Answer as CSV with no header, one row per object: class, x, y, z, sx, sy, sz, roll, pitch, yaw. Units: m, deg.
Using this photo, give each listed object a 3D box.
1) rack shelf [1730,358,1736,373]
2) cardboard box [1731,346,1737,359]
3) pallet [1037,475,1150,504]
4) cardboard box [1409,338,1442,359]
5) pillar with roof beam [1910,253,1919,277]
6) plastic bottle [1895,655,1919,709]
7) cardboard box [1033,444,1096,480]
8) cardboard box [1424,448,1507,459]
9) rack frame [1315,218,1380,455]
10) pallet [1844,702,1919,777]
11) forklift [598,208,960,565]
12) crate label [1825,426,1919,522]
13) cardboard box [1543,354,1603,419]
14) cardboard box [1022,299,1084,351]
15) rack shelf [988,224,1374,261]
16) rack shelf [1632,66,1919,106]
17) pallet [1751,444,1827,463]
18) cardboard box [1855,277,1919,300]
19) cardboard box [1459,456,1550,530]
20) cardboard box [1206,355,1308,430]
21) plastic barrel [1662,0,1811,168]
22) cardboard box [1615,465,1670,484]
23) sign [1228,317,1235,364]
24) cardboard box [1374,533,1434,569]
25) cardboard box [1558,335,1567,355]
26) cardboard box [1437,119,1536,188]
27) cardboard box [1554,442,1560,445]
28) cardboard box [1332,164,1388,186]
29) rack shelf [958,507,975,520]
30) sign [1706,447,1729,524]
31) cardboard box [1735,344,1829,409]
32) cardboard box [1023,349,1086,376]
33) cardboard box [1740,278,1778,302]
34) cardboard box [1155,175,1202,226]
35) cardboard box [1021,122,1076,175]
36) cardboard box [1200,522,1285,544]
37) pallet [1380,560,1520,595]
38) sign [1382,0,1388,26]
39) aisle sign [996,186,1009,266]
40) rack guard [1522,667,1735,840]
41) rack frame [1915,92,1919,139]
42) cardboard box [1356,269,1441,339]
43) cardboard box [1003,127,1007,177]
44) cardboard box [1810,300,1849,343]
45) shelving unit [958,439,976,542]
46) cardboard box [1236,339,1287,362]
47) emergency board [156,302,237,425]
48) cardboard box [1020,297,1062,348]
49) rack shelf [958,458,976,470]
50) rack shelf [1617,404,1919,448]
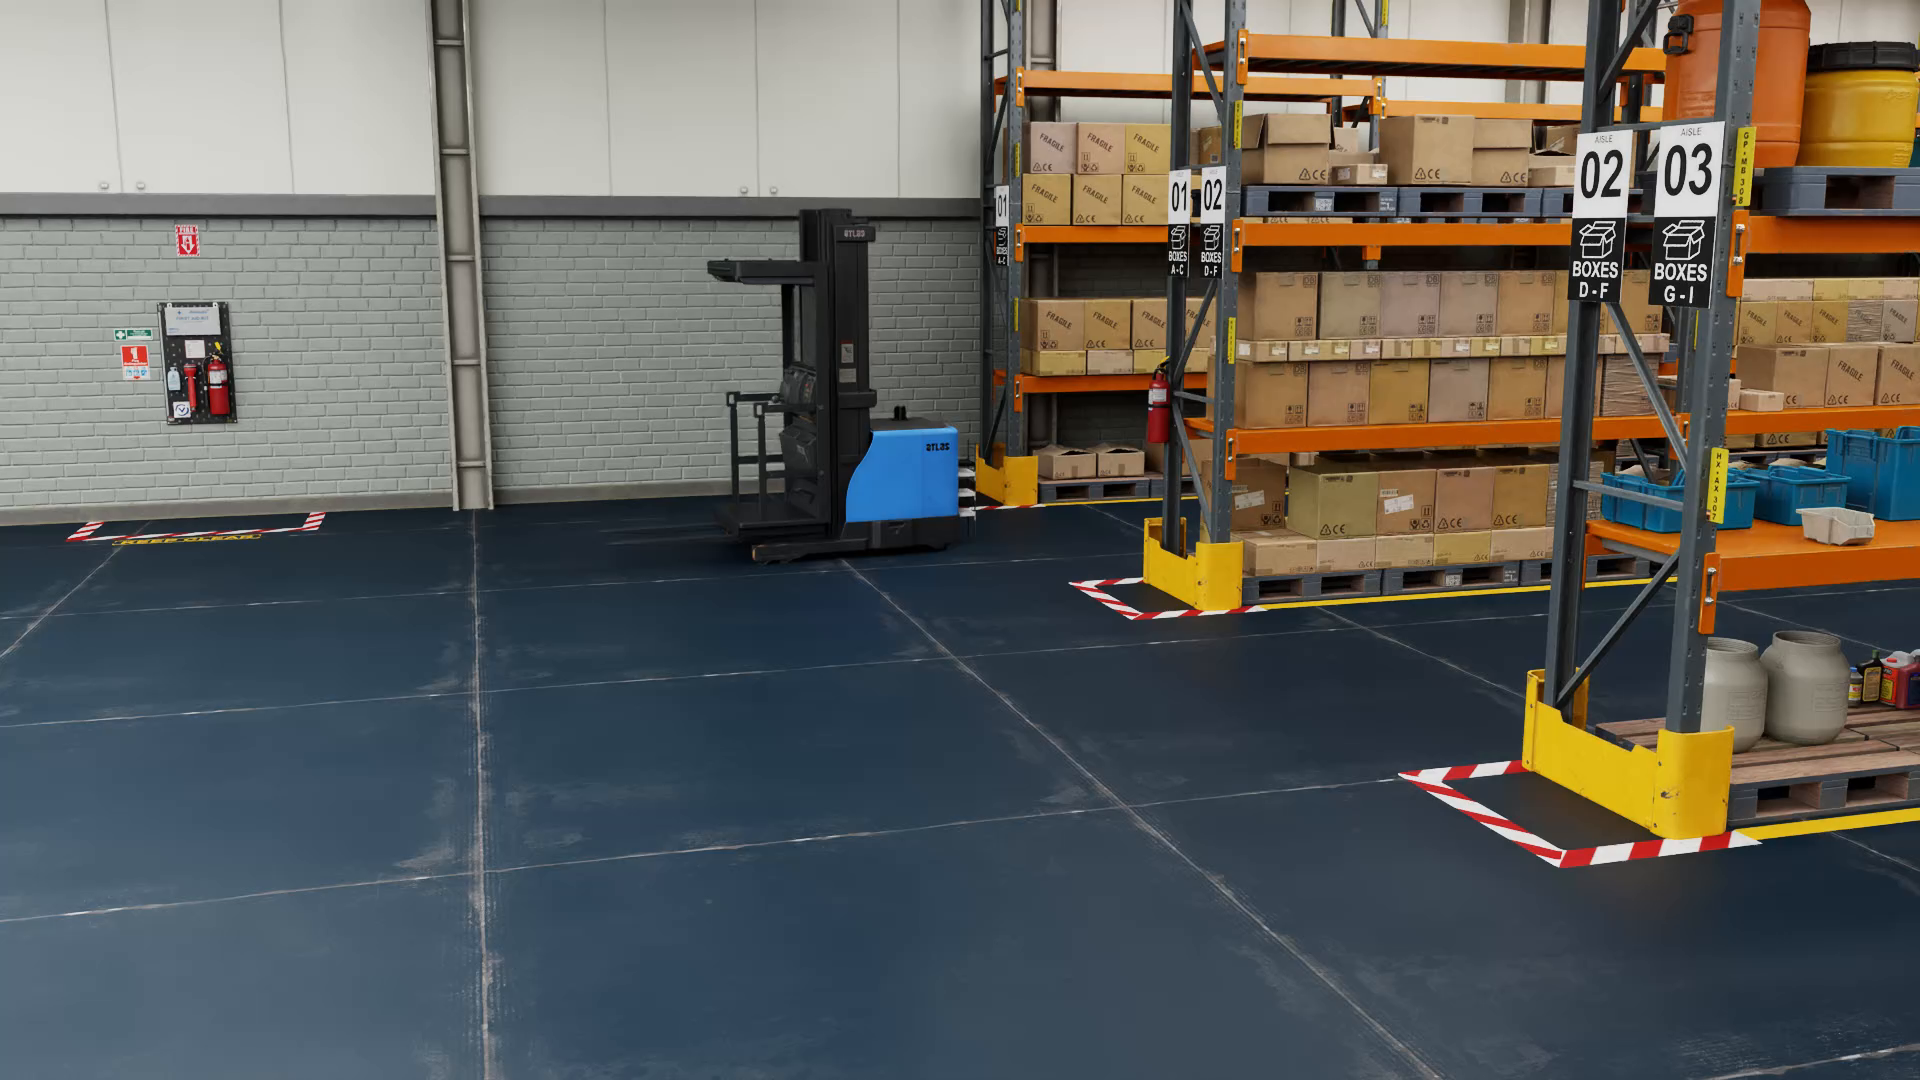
rack shelf,10.009,-2.075,20.017,4.000,0.370,1.077,-3,11,-16
cardboard box,8.993,-2.200,19.349,0.250,0.149,0.380,-3,11,-14
pallet,1.271,-0.590,17.667,1.213,0.211,1.003,-3,11,-16
cardboard box,3.469,-1.477,12.719,0.250,0.149,0.380,-3,11,-17
pillar with roof beam,13.563,-4.917,16.903,0.400,9.000,9.100,-3,11,-16
plastic bottle,5.098,0.761,8.916,0.133,0.283,0.061,-3,11,-16
cardboard box,1.097,-0.836,17.512,0.500,0.311,0.500,-4,11,-22
cardboard box,4.144,-0.467,13.662,0.500,0.500,0.500,-3,11,-16
rack frame,4.249,-2.125,18.303,0.127,3.000,1.000,-3,11,-16
pallet,5.188,1.058,8.716,1.213,0.211,1.003,-3,11,-16
forklift,-1.573,-1.343,14.245,3.031,2.935,1.130,-4,11,-21
crate label,4.869,-0.358,8.607,0.616,0.435,0.502,-3,11,-16
cardboard box,4.708,-1.262,13.338,0.500,0.500,0.700,-3,11,-17
cardboard box,0.950,-2.199,16.995,0.500,0.500,0.500,-3,11,-16
rack shelf,2.328,-3.145,17.547,4.000,0.370,1.077,-3,11,-16
rack shelf,7.557,-3.765,13.734,4.000,0.370,1.077,-3,11,-16
pallet,10.036,-1.044,20.132,1.213,0.211,1.003,-3,11,-16
cardboard box,11.059,-3.011,19.895,0.500,0.250,0.500,-3,11,-15
cardboard box,4.290,-0.376,13.168,0.500,0.500,0.500,-3,11,-16
cardboard box,2.248,-1.132,12.634,0.500,0.500,0.700,-3,11,-16
plastic barrel,3.608,-2.140,7.753,0.708,0.830,0.600,-3,11,-16
cardboard box,5.945,-0.464,14.168,0.500,0.311,0.500,-3,11,-16
sign,1.946,-1.429,11.915,0.005,0.325,0.100,-3,11,-16
cardboard box,3.332,0.045,12.953,0.500,0.250,0.500,-3,11,-16
cardboard box,4.695,-1.542,13.068,0.250,0.149,0.380,-3,11,-16
cardboard box,4.020,-3.004,12.961,0.637,0.503,0.797,-2,11,-10
cardboard box,6.885,-1.263,19.310,0.500,0.500,0.700,-3,11,-16
cardboard box,2.975,-2.717,12.384,0.250,0.149,0.380,-3,11,-16
rack shelf,0.008,-0.233,15.006,0.200,0.077,0.258,-3,11,-16
sign,3.327,-0.240,7.303,0.005,0.325,0.100,-3,11,-16
cardboard box,6.884,-1.376,13.958,0.500,0.500,0.500,-2,11,-12
cardboard box,0.965,-1.828,17.049,0.500,0.250,0.500,-3,11,-18
cardboard box,9.113,-2.907,19.327,0.500,0.250,0.500,-3,11,-17
cardboard box,2.330,-3.509,17.205,0.500,0.500,0.500,-2,11,-12
cardboard box,0.846,-3.926,16.707,0.500,0.500,0.500,-4,11,-20
cardboard box,2.228,0.006,13.164,0.500,0.250,0.500,-3,11,-16
pallet,3.688,0.203,13.361,1.213,0.211,1.003,-3,11,-16
sign,4.383,-5.478,17.151,0.005,0.325,0.100,-3,11,-16
aisle sign,0.423,-3.145,16.665,0.004,0.787,0.394,-3,11,-16
rack guard,3.237,1.017,8.140,0.348,0.500,1.175,-3,11,-16
rack frame,11.930,-5.480,19.959,0.127,3.000,1.000,-3,11,-16
cardboard box,3.286,-1.826,12.820,0.500,0.500,0.700,-3,11,-16
cardboard box,0.749,-4.016,17.196,0.500,0.500,0.500,-3,11,-13
cardboard box,10.107,-2.590,19.678,0.500,0.500,0.500,-3,11,-14
shelving unit,0.008,-0.443,14.967,0.210,0.900,0.258,-3,11,-16
cardboard box,2.233,-1.412,12.363,0.250,0.149,0.380,-3,11,-16
emergency board,-7.306,-1.686,15.920,0.643,1.169,0.194,-3,11,-16
cardboard box,0.801,-2.288,17.478,0.500,0.500,0.500,-3,11,-17
rack shelf,0.008,-0.676,14.924,0.200,0.077,0.258,-3,11,-16
rack shelf,7.557,-1.011,14.241,4.000,0.370,1.077,-3,11,-16
